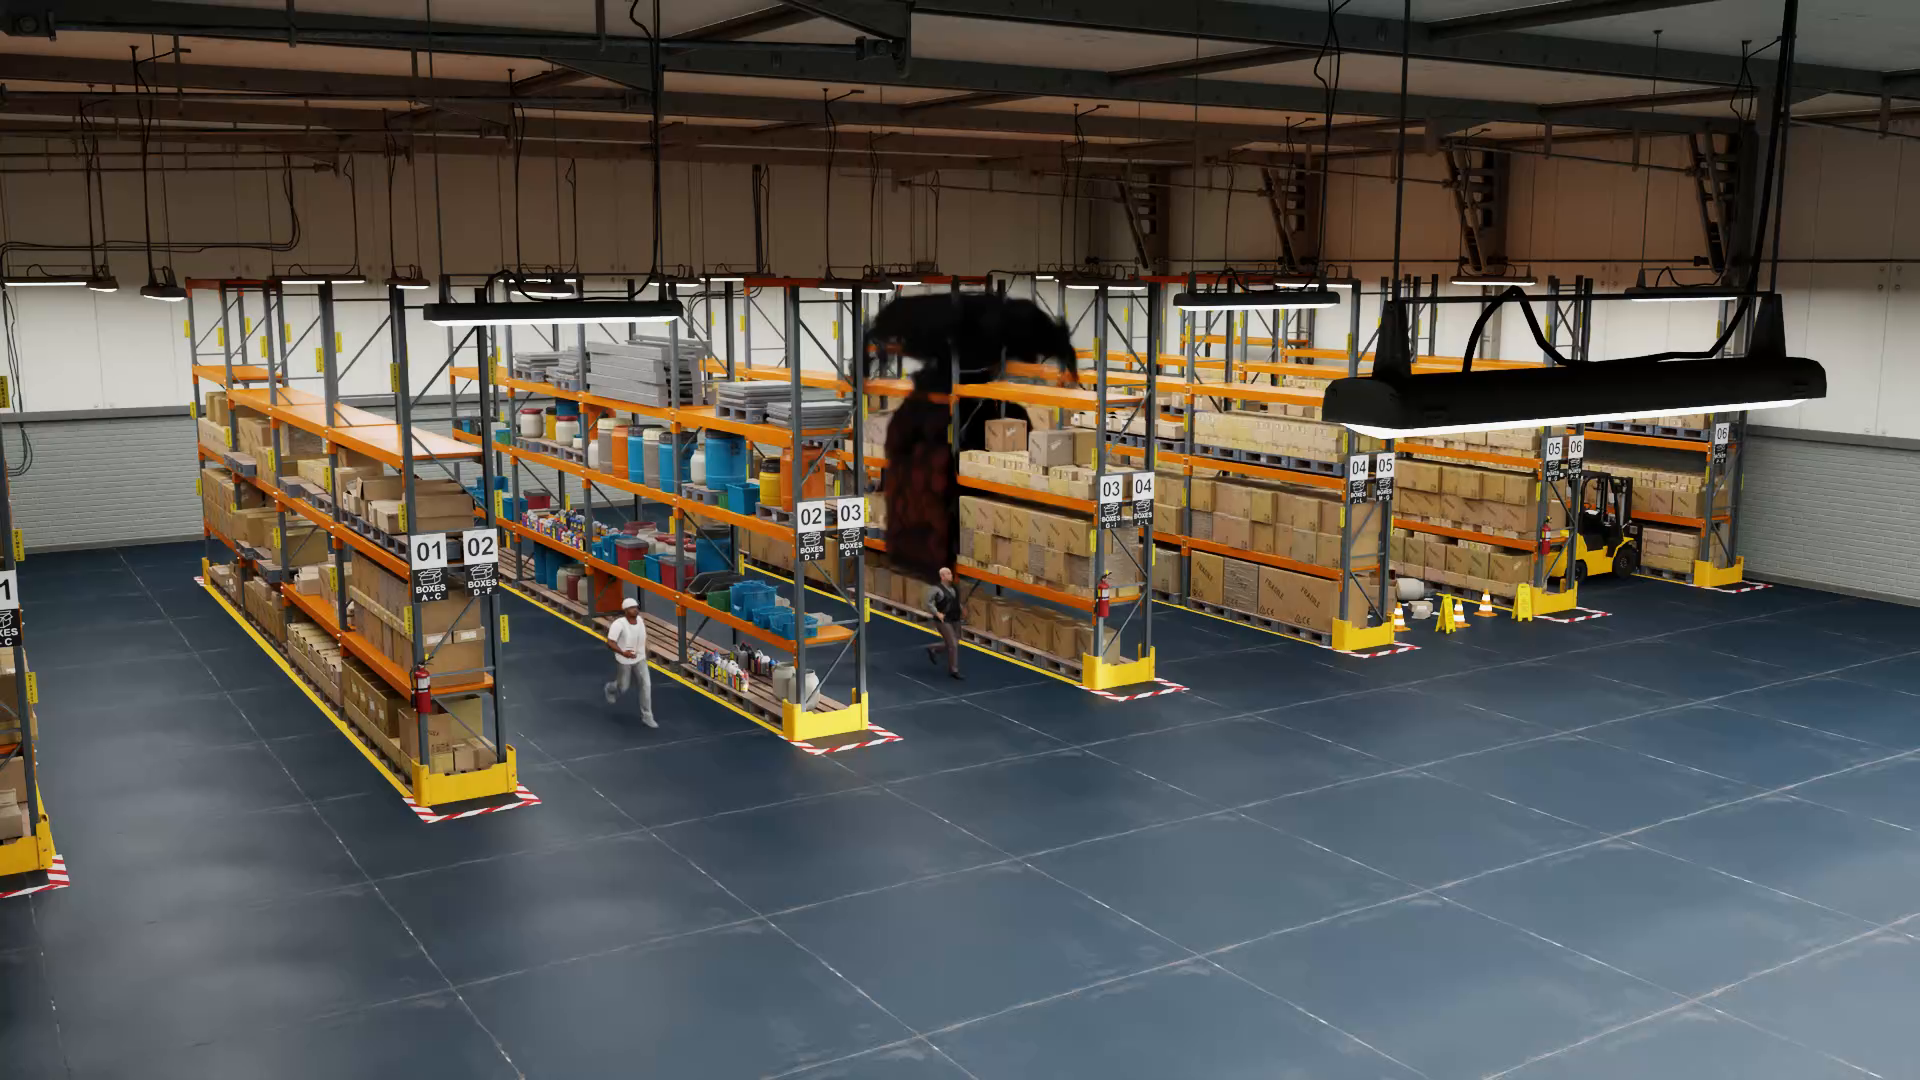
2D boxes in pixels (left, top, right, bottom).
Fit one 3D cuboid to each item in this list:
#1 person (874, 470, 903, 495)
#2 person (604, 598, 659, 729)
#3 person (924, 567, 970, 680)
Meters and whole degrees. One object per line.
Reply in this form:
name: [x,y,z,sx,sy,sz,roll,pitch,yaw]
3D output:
person: [-1.588,-0.717,37.046,0.718,1.773,0.928,-4,10,-23]
person: [-4.570,1.664,22.947,0.668,1.760,1.124,-8,13,-41]
person: [-0.239,1.262,25.490,0.805,1.709,0.662,7,12,36]
